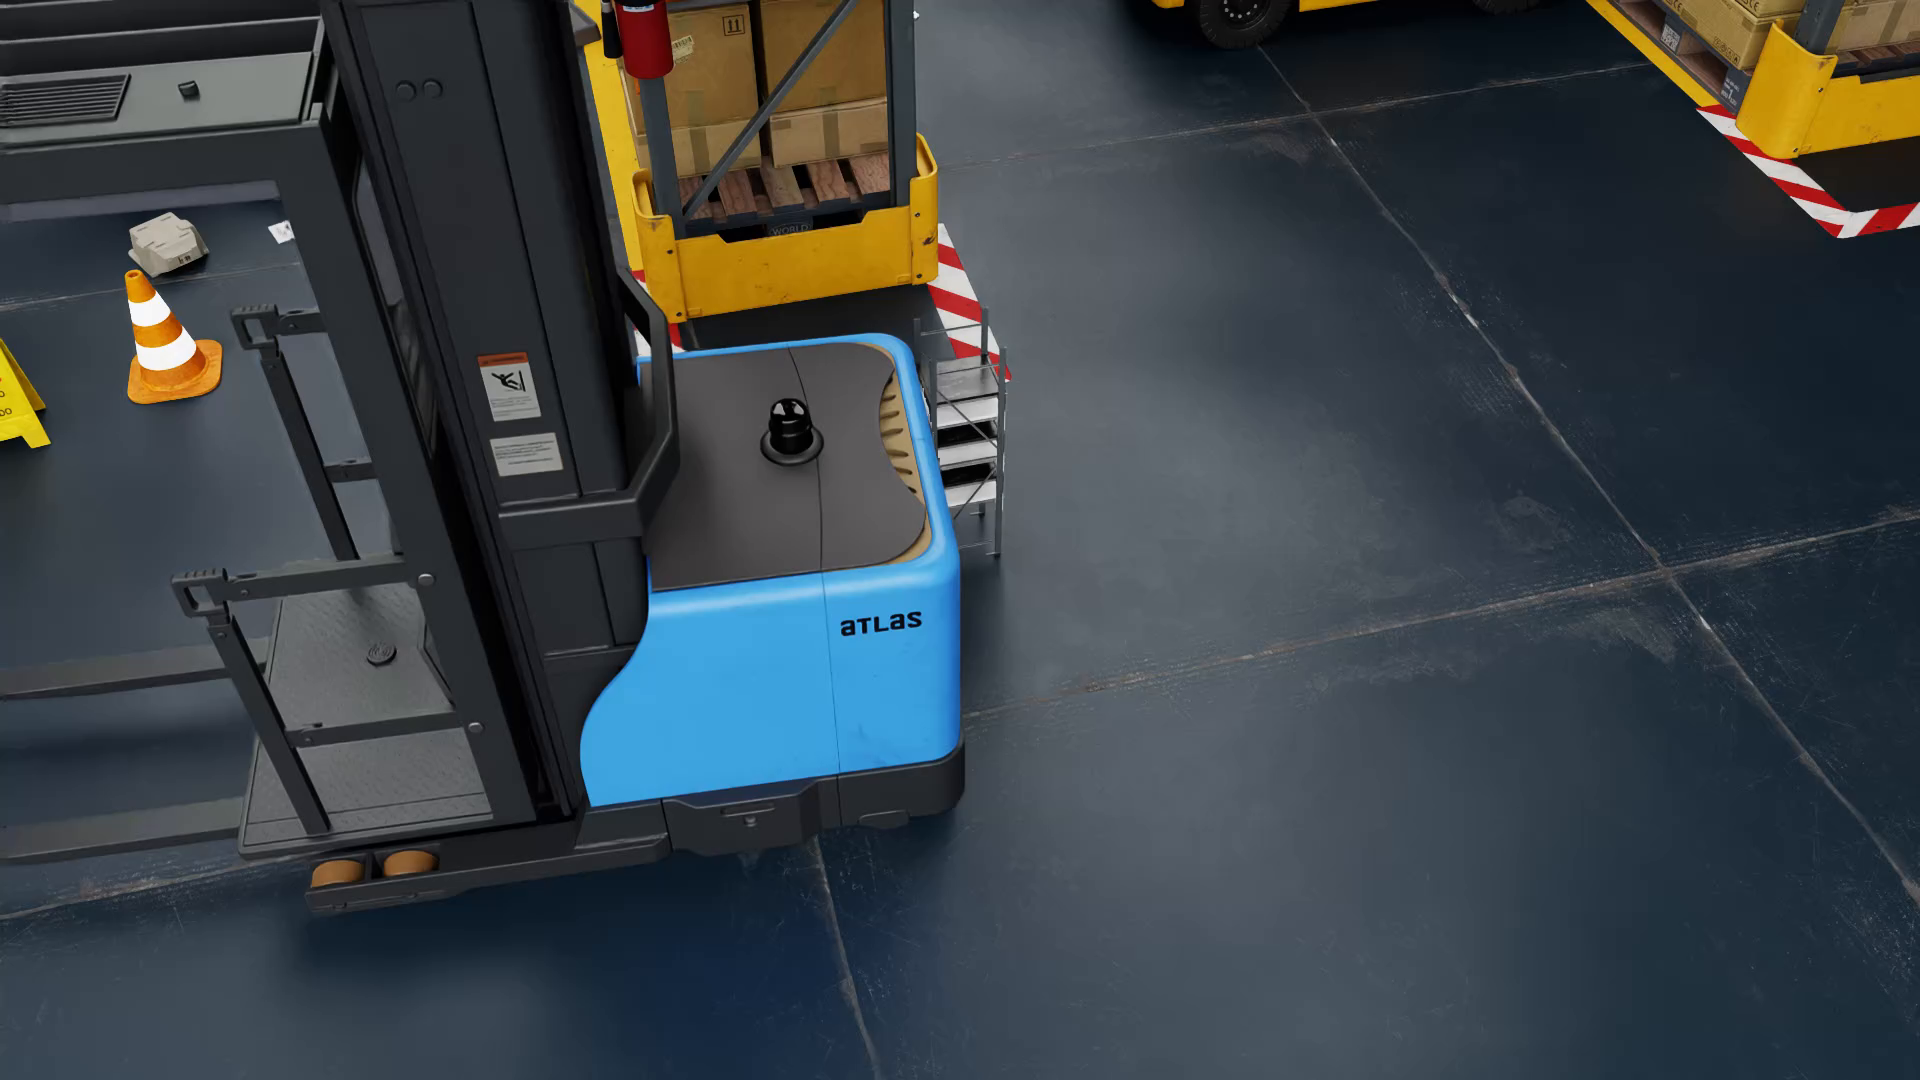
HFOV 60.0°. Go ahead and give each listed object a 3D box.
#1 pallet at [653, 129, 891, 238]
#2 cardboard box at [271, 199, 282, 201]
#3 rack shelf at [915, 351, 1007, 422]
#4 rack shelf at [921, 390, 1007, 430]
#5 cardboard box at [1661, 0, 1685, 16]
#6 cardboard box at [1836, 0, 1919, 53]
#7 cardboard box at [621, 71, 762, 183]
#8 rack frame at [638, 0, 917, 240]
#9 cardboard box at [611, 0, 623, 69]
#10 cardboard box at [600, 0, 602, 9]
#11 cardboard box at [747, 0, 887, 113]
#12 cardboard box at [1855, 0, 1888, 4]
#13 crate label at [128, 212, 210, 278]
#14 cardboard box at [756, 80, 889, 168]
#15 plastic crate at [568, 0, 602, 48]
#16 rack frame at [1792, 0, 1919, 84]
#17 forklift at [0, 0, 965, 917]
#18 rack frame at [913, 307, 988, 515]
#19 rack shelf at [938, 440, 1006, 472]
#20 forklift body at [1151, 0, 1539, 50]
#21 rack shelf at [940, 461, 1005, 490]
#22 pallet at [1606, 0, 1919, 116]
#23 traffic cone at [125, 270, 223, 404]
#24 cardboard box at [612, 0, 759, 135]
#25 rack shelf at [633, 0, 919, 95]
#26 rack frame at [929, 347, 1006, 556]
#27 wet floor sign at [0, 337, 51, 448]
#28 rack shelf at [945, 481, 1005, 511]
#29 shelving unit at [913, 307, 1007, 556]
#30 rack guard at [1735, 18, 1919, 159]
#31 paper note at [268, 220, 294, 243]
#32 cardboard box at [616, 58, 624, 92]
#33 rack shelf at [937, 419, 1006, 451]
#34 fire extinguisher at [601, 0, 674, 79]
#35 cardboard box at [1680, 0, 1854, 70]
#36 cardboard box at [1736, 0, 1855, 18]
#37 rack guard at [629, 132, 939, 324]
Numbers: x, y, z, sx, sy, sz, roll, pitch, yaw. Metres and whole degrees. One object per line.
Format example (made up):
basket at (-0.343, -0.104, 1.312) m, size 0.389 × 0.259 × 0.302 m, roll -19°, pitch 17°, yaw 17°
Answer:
pallet at (-0.857, -1.713, 7.281) m, size 1.003 × 0.211 × 1.213 m, roll -11°, pitch 47°, yaw -10°
cardboard box at (-2.951, -1.607, 7.220) m, size 0.380 × 0.149 × 0.250 m, roll 11°, pitch 47°, yaw 11°
rack shelf at (-0.002, -0.486, 5.265) m, size 0.258 × 0.077 × 0.200 m, roll -11°, pitch 47°, yaw -10°
rack shelf at (-0.002, -0.423, 5.329) m, size 0.258 × 0.077 × 0.200 m, roll -11°, pitch 47°, yaw -10°
cardboard box at (3.590, -2.776, 8.001) m, size 0.500 × 0.250 × 0.500 m, roll -11°, pitch 47°, yaw -10°
cardboard box at (4.197, -2.539, 7.769) m, size 0.500 × 0.250 × 0.500 m, roll -11°, pitch 47°, yaw -10°
cardboard box at (-1.137, -1.779, 7.025) m, size 0.500 × 0.250 × 0.500 m, roll -11°, pitch 47°, yaw -11°
rack frame at (-0.663, -2.069, 5.678) m, size 1.000 × 3.000 × 0.127 m, roll -11°, pitch 47°, yaw -10°
cardboard box at (-1.257, -2.382, 7.090) m, size 0.500 × 0.500 × 0.500 m, roll -9°, pitch 46°, yaw -9°
cardboard box at (-1.395, -2.482, 7.714) m, size 0.500 × 0.250 × 0.500 m, roll -12°, pitch 47°, yaw -12°
cardboard box at (-0.609, -2.140, 6.853) m, size 0.500 × 0.500 × 0.500 m, roll -12°, pitch 47°, yaw -12°
cardboard box at (4.214, -2.702, 7.579) m, size 0.500 × 0.250 × 0.500 m, roll -10°, pitch 46°, yaw -10°
crate label at (-3.268, -1.222, 6.852) m, size 0.250 × 0.136 × 0.298 m, roll -35°, pitch 55°, yaw -30°
cardboard box at (-0.603, -1.861, 7.105) m, size 0.500 × 0.250 × 0.500 m, roll -11°, pitch 47°, yaw -11°
plastic crate at (-2.078, -2.575, 8.218) m, size 0.402 × 0.080 × 0.583 m, roll -26°, pitch 51°, yaw -24°
rack frame at (4.134, -2.980, 6.570) m, size 1.000 × 3.000 × 0.127 m, roll -11°, pitch 47°, yaw -10°
forklift at (-1.550, -0.377, 4.067) m, size 3.031 × 2.935 × 1.130 m, roll -7°, pitch 46°, yaw -7°
rack frame at (-0.028, -0.391, 5.503) m, size 0.240 × 0.900 × 0.006 m, roll -11°, pitch 47°, yaw -10°
rack shelf at (-0.002, -0.297, 5.458) m, size 0.258 × 0.077 × 0.200 m, roll -11°, pitch 47°, yaw -10°
forklift body at (1.885, -3.658, 7.829) m, size 2.313 × 2.155 × 1.214 m, roll -11°, pitch 47°, yaw -10°
rack shelf at (-0.002, -0.234, 5.522) m, size 0.258 × 0.077 × 0.200 m, roll -11°, pitch 47°, yaw -10°
pallet at (3.898, -2.524, 8.076) m, size 1.003 × 0.211 × 1.213 m, roll -11°, pitch 47°, yaw -10°
traffic cone at (-3.006, -0.805, 6.215) m, size 0.336 × 0.463 × 0.334 m, roll -11°, pitch 47°, yaw -10°
cardboard box at (-1.121, -2.022, 6.737) m, size 0.500 × 0.500 × 0.500 m, roll -10°, pitch 46°, yaw -10°
rack shelf at (-1.175, -3.198, 7.288) m, size 1.077 × 0.370 × 4.000 m, roll -11°, pitch 47°, yaw -10°
rack frame at (0.024, -0.250, 5.365) m, size 0.240 × 0.900 × 0.006 m, roll -11°, pitch 47°, yaw -10°
wet floor sign at (-3.501, -0.613, 5.898) m, size 0.267 × 0.644 × 0.232 m, roll -18°, pitch 48°, yaw -17°
rack shelf at (-0.002, -0.171, 5.586) m, size 0.258 × 0.077 × 0.200 m, roll -11°, pitch 47°, yaw -10°
shelving unit at (-0.002, -0.321, 5.434) m, size 0.258 × 0.900 × 0.210 m, roll -11°, pitch 47°, yaw -10°
rack guard at (4.140, -2.088, 7.446) m, size 1.175 × 0.500 × 0.348 m, roll -11°, pitch 47°, yaw -10°
paper note at (-2.830, -1.319, 7.021) m, size 0.148 × 0.019 × 0.142 m, roll -26°, pitch 51°, yaw -24°
cardboard box at (-1.255, -2.122, 7.360) m, size 0.500 × 0.250 × 0.500 m, roll -11°, pitch 47°, yaw -10°
rack shelf at (-0.002, -0.360, 5.394) m, size 0.258 × 0.077 × 0.200 m, roll -11°, pitch 47°, yaw -10°
fire extinguisher at (-1.080, -1.879, 5.545) m, size 0.296 × 0.674 × 0.183 m, roll -11°, pitch 47°, yaw -10°
cardboard box at (3.708, -2.431, 7.663) m, size 0.500 × 0.250 × 0.500 m, roll -10°, pitch 46°, yaw -10°
cardboard box at (3.707, -2.618, 7.497) m, size 0.500 × 0.250 × 0.500 m, roll -11°, pitch 47°, yaw -11°
rack guard at (-0.683, -1.247, 6.622) m, size 1.175 × 0.500 × 0.348 m, roll -11°, pitch 47°, yaw -10°
